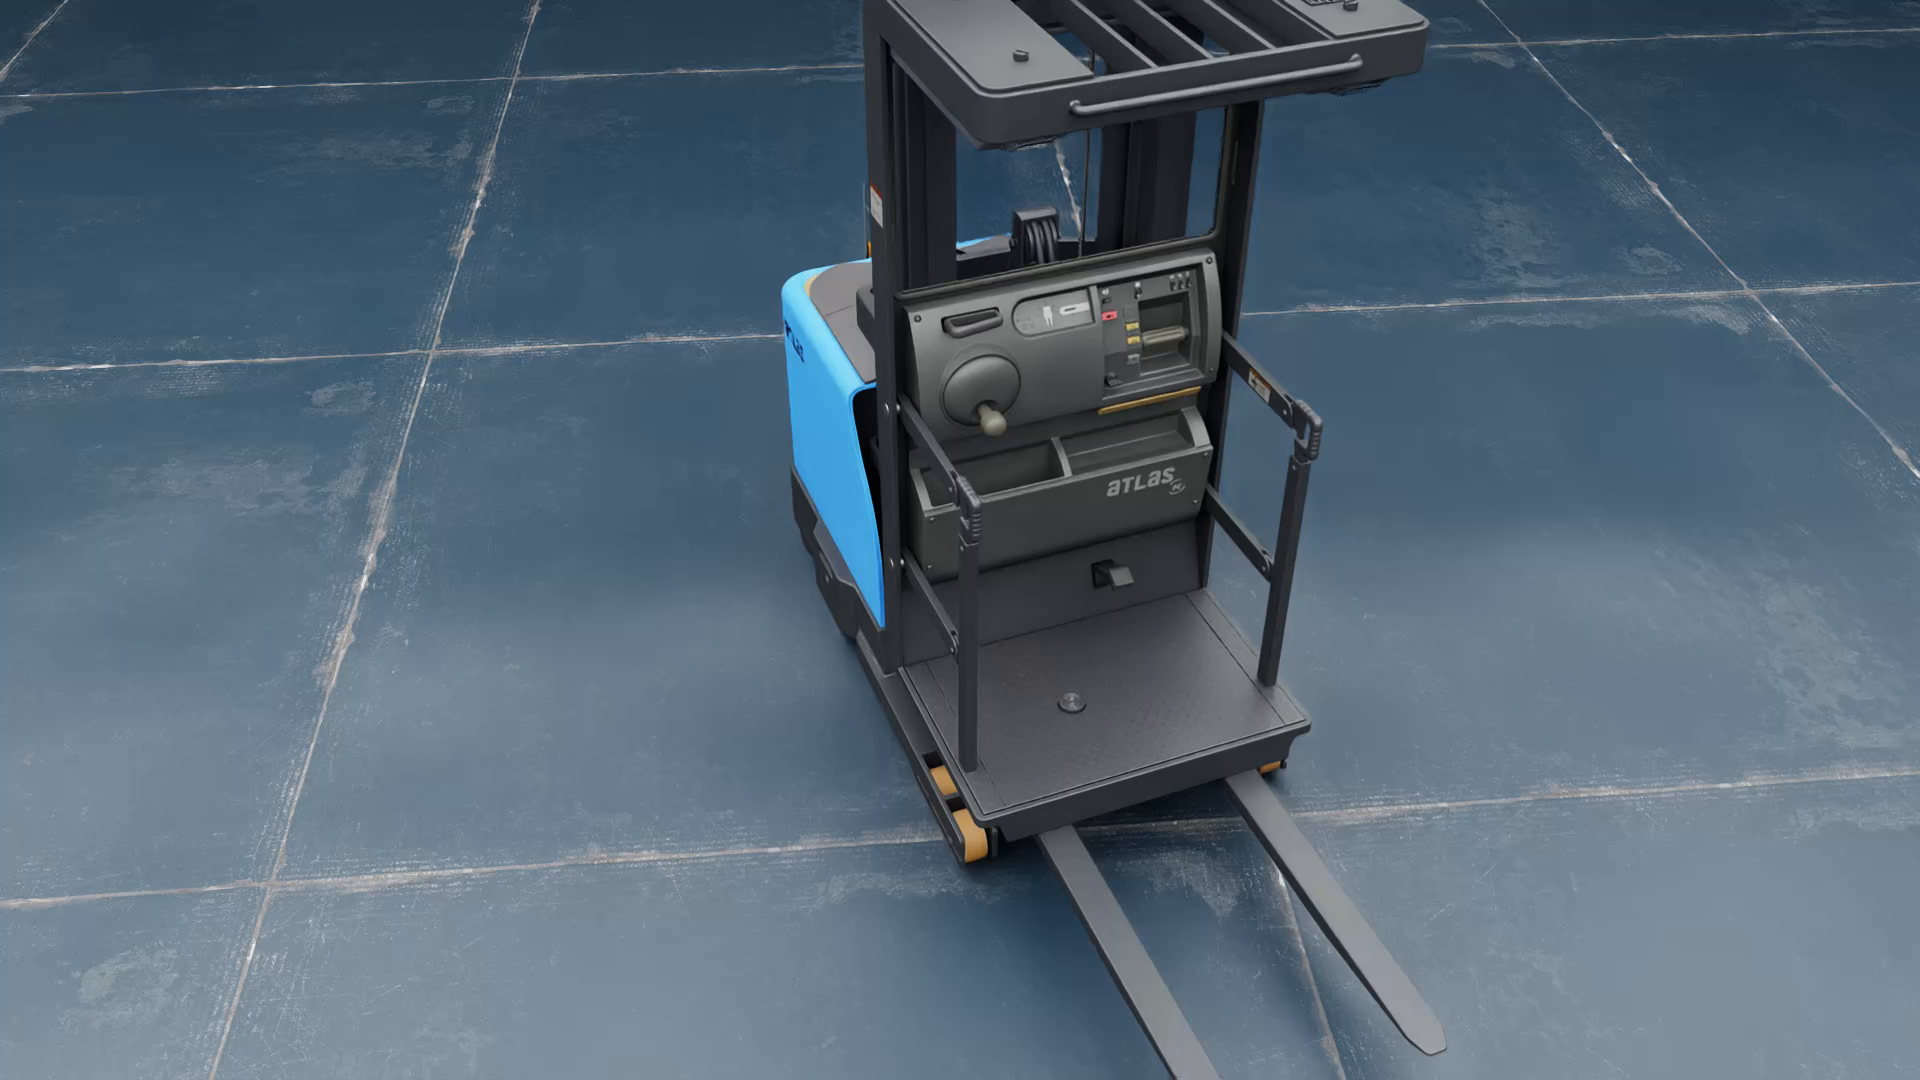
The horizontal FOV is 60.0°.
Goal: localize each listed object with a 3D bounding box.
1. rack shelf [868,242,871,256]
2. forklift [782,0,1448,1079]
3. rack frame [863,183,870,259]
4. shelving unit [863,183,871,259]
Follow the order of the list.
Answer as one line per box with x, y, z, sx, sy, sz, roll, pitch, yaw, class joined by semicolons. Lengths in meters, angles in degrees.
-0.214;-1.002;6.042;0.180;0.103;0.258;-15;41;-18;rack shelf
0.385;-0.475;4.486;1.130;2.935;3.031;-14;40;-17;forklift
-0.298;-0.732;6.210;0.006;1.200;0.240;-15;41;-18;rack frame
-0.214;-0.754;6.237;0.189;1.200;0.258;-15;41;-18;shelving unit
